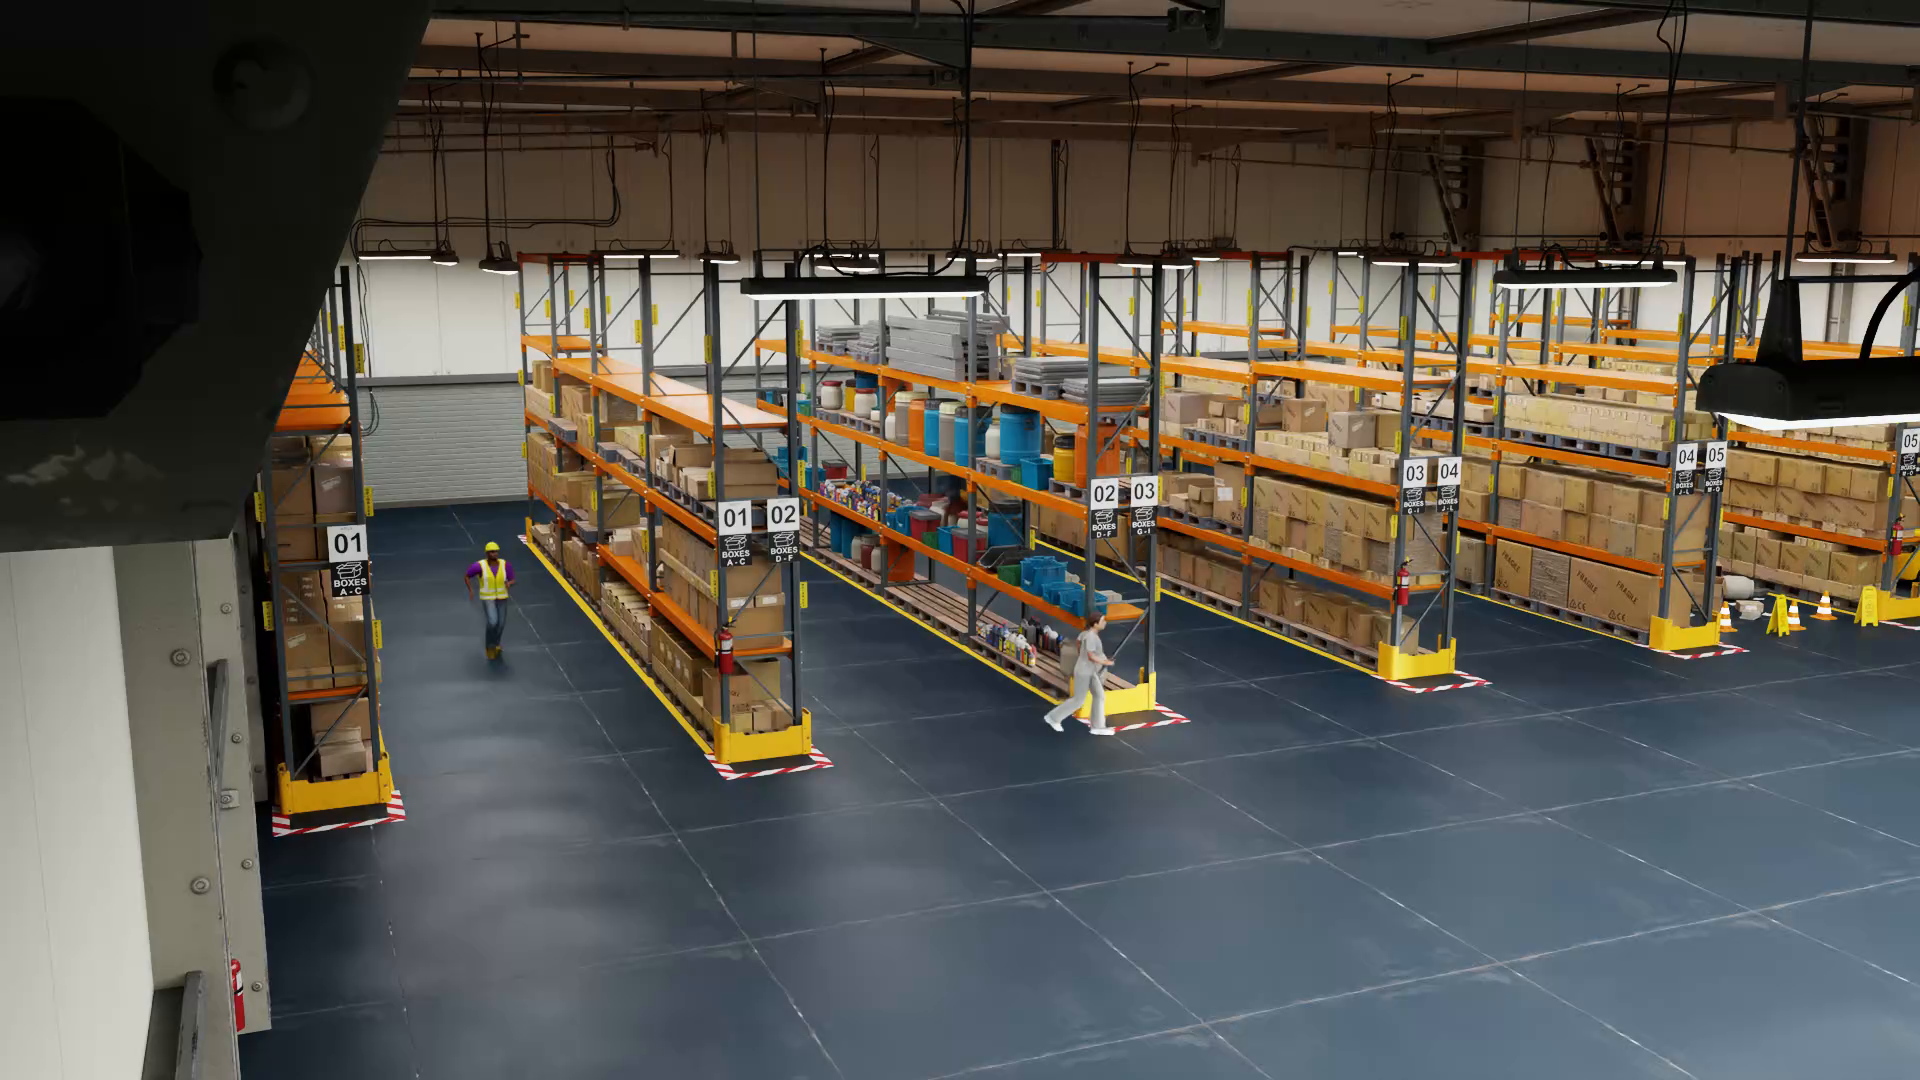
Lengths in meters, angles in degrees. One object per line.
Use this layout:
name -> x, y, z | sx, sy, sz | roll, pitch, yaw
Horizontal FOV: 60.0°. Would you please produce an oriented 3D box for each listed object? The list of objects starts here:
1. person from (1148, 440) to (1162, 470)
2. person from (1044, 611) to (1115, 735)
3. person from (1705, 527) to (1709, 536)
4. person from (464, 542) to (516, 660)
person -> 4.881, -2.016, 41.422 | 0.779, 1.721, 0.561 | -8, 13, -37
person -> 1.531, 1.705, 21.210 | 0.901, 1.635, 0.550 | 1, 10, 7
person -> 15.164, -0.817, 34.422 | 0.654, 1.766, 1.000 | -5, 12, -26
person -> -7.050, 0.919, 25.138 | 0.696, 1.790, 0.721 | -7, 12, -32
